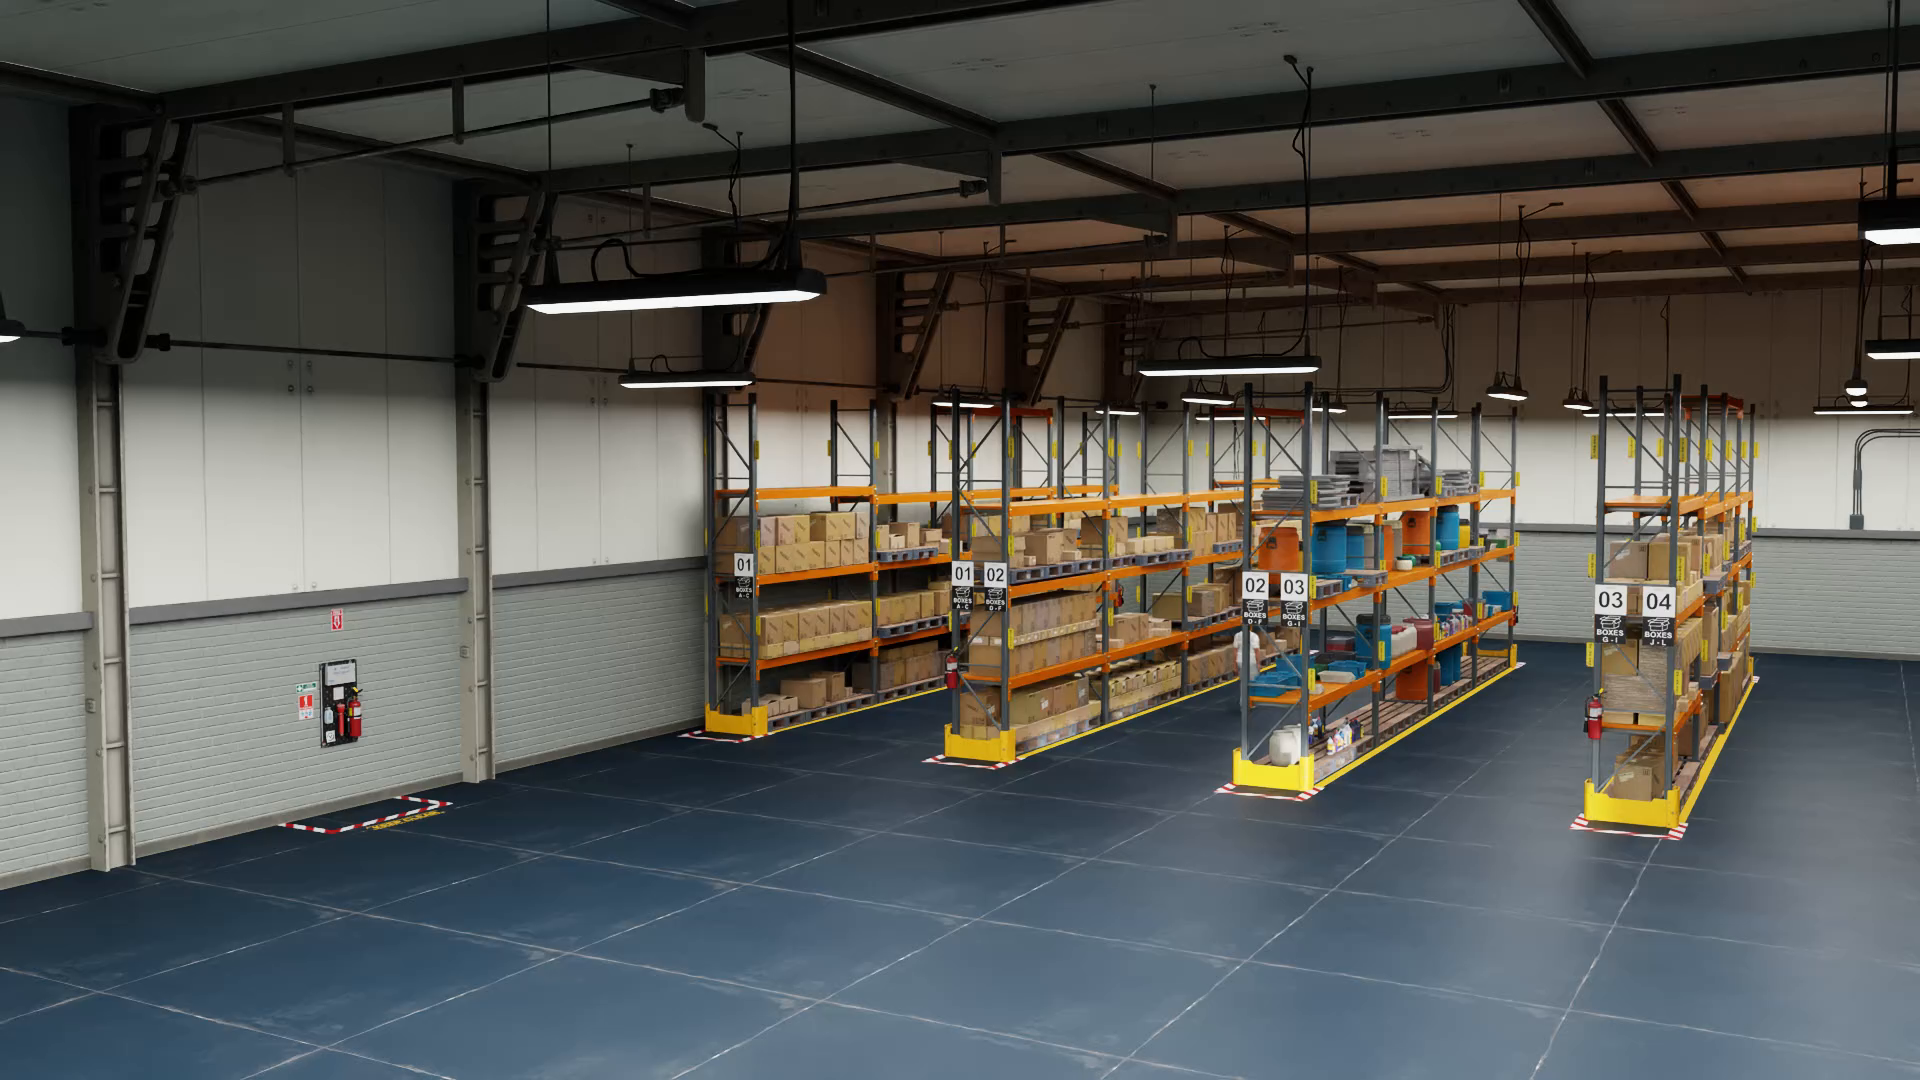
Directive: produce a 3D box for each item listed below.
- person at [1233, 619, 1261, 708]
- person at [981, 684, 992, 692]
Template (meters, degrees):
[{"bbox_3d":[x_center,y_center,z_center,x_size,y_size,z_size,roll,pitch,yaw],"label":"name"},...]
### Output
[{"bbox_3d":[5.548,2.392,32.162,0.585,1.756,0.562,2,4,34],"label":"person"},{"bbox_3d":[0.572,2.347,33.138,0.565,1.712,0.478,3,4,40],"label":"person"}]
